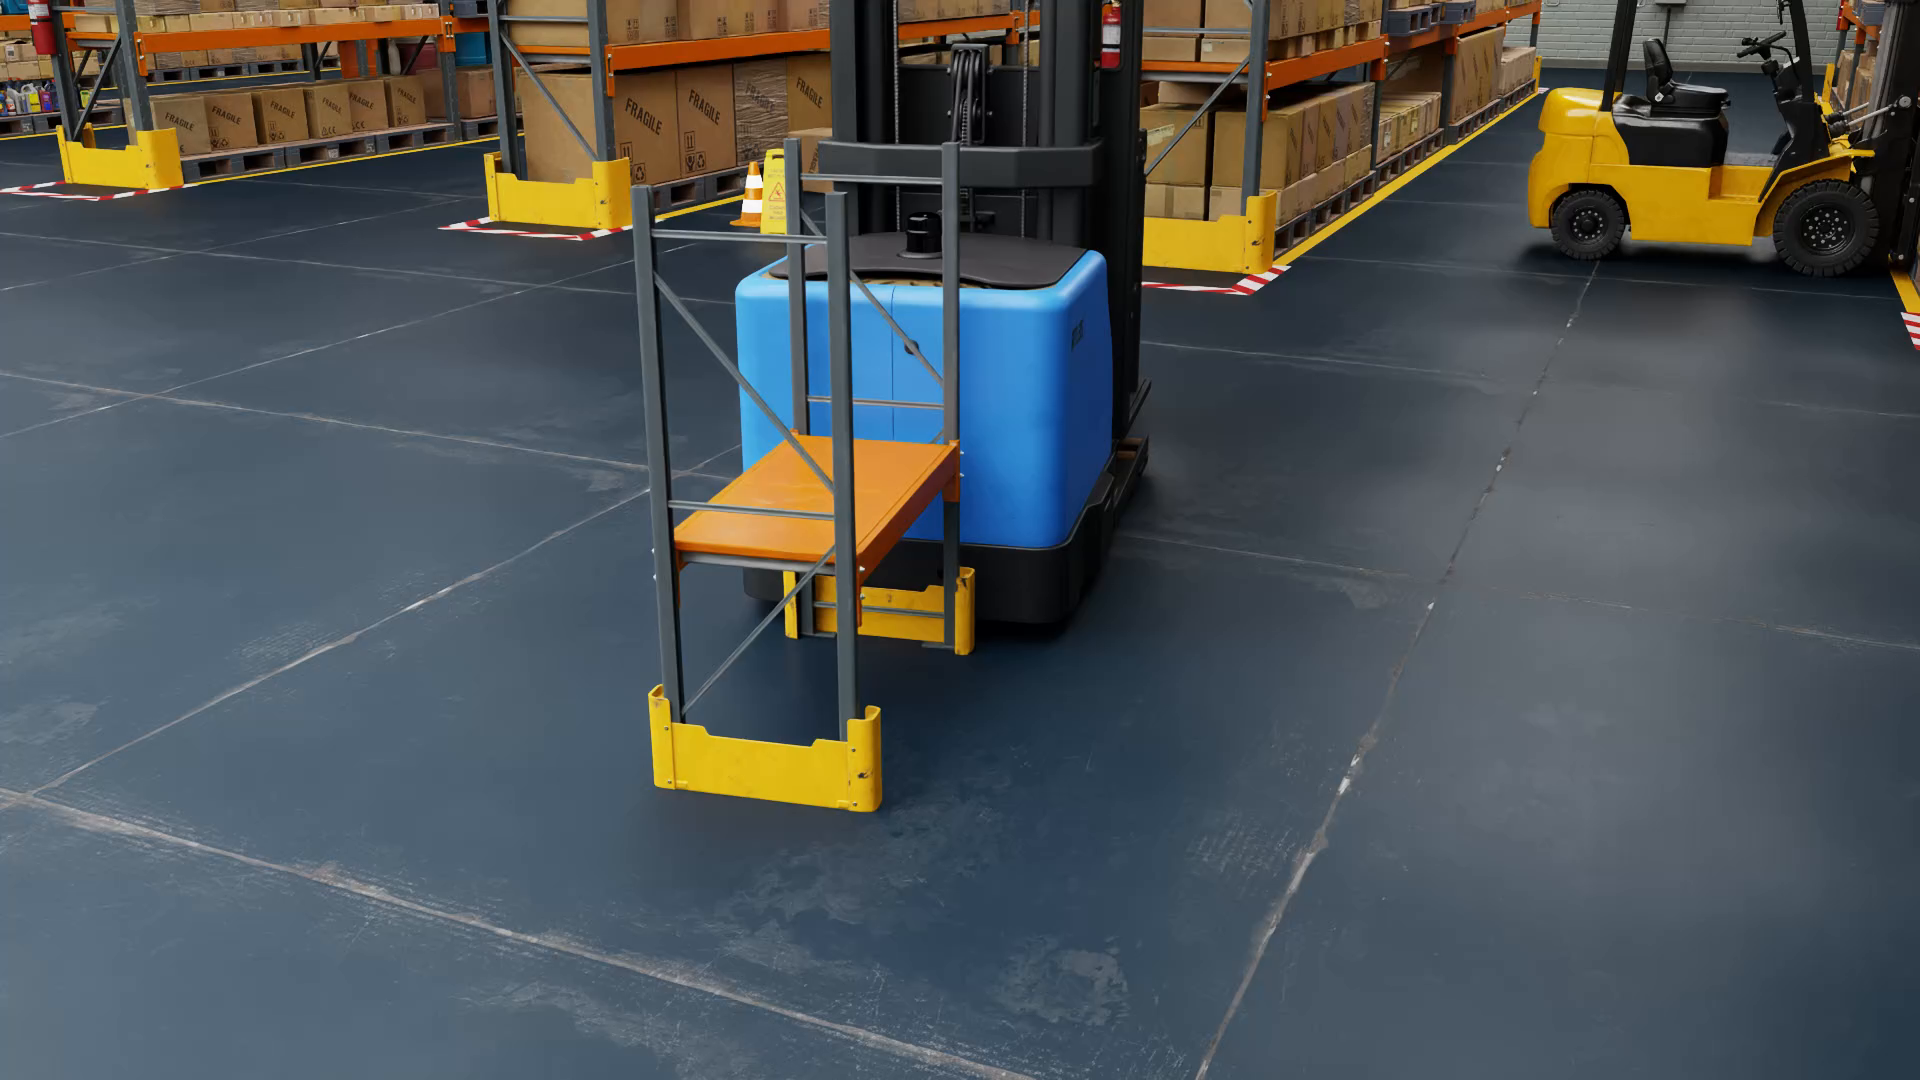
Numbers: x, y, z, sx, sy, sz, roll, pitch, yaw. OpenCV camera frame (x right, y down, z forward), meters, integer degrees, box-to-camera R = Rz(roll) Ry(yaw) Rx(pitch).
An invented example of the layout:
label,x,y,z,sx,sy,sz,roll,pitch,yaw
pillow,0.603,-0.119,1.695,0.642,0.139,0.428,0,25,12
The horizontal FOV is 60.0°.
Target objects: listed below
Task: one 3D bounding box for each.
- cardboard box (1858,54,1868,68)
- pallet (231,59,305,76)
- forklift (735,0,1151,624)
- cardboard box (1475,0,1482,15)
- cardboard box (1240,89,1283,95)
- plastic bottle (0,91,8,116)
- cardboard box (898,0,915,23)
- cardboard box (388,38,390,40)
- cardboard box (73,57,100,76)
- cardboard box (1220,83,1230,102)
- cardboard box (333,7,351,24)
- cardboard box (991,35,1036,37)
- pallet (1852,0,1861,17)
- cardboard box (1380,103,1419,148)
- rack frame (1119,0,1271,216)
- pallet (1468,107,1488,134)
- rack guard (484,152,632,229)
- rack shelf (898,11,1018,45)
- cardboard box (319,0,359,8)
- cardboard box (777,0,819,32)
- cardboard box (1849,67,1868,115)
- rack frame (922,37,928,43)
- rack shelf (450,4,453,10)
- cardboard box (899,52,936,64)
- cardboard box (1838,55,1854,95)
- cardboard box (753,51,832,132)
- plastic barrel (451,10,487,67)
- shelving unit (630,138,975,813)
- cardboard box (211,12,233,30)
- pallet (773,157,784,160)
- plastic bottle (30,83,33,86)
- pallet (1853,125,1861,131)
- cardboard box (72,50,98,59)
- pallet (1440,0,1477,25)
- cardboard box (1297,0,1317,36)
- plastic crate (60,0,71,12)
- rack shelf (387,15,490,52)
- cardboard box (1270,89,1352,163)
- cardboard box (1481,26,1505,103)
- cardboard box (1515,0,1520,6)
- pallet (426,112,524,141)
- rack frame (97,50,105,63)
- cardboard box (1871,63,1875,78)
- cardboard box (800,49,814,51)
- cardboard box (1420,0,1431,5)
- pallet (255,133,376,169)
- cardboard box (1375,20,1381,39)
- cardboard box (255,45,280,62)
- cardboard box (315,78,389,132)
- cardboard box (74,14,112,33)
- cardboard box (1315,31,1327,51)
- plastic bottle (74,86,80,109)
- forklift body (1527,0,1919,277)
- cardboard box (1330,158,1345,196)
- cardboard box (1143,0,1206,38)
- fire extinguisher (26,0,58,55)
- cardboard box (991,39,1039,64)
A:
label,x,y,z,sx,sy,sz,roll,pitch,yaw
cardboard box,10.521,-5.488,19.059,0.380,0.149,0.250,10,22,25
pallet,-11.995,-8.068,28.339,1.003,0.211,1.213,9,21,23
forklift,0.141,-1.585,6.052,1.130,2.935,3.031,4,20,12
cardboard box,5.587,-6.056,18.745,0.500,0.250,0.500,9,22,24
cardboard box,2.195,-3.259,13.013,0.500,0.500,0.500,10,22,26
plastic bottle,-10.802,-4.917,18.733,0.097,0.271,0.097,0,20,0
cardboard box,-0.786,-5.443,16.649,0.500,0.500,0.500,9,21,23
cardboard box,-10.932,-9.242,30.547,0.797,0.503,0.637,9,21,23
cardboard box,-13.327,-7.121,24.992,0.500,0.250,0.500,9,22,24
cardboard box,1.752,-3.287,12.124,0.380,0.149,0.250,9,21,24
cardboard box,-6.313,-5.230,16.573,0.380,0.149,0.250,9,21,23
cardboard box,0.646,-6.268,21.103,0.500,0.250,0.500,9,22,24
pallet,10.484,-5.916,18.413,1.003,0.211,1.213,9,21,23
cardboard box,3.892,-4.023,16.100,0.950,0.372,0.625,9,22,24
rack frame,1.467,-3.247,10.622,1.000,3.000,0.127,9,21,23
pallet,5.635,-4.981,19.660,1.003,0.211,1.213,9,21,23
rack guard,-3.100,-2.710,12.843,1.175,0.500,0.348,9,21,23
rack shelf,-0.634,-5.391,17.723,1.077,0.370,4.000,9,21,23
cardboard box,-6.527,-5.573,16.570,0.875,0.500,0.500,9,21,23
cardboard box,-1.797,-4.903,15.055,0.875,0.550,0.550,9,21,23
cardboard box,10.507,-5.138,19.045,0.500,0.500,0.500,10,22,25
rack frame,-1.022,-9.498,28.199,1.000,3.000,0.127,9,21,23
rack shelf,-7.998,-8.004,25.073,1.077,0.370,4.000,9,21,23
cardboard box,-0.882,-4.752,17.586,1.050,0.750,0.750,9,21,23
cardboard box,11.519,-5.900,21.187,0.500,0.500,0.500,9,21,24
cardboard box,-1.774,-4.132,15.656,0.875,0.875,0.875,9,21,24
plastic barrel,-7.707,-7.783,25.883,0.600,0.901,0.708,9,21,23
shelving unit,-0.366,-0.234,4.389,0.587,1.500,1.083,5,20,13
cardboard box,-6.921,-4.770,15.280,0.380,0.149,0.250,9,21,23
pallet,-1.835,-3.583,15.727,1.003,0.211,1.213,9,21,23
plastic bottle,-11.093,-5.293,19.784,0.152,0.276,0.135,9,22,25
pallet,10.114,-4.293,17.726,1.003,0.211,1.213,9,21,23
cardboard box,-13.324,-7.385,24.899,0.500,0.311,0.500,9,22,24
pallet,4.548,-5.370,16.877,1.213,0.211,1.003,9,21,23
cardboard box,2.123,-3.700,11.302,0.500,0.500,0.500,9,22,24
plastic crate,-10.785,-6.337,19.405,0.767,0.338,0.504,9,21,23
rack shelf,-5.117,-6.102,19.724,1.077,0.370,4.000,9,21,23
cardboard box,2.693,-3.196,12.836,0.500,0.500,0.500,10,22,26
cardboard box,6.200,-5.912,20.659,0.875,0.875,0.875,9,22,24
cardboard box,7.022,-7.223,21.654,0.500,0.500,0.500,9,21,23
pallet,-5.619,-4.754,19.021,1.003,0.211,1.213,9,21,23
rack frame,-16.217,-10.314,30.494,1.000,3.000,0.127,9,21,23
cardboard box,9.813,-4.926,17.478,0.380,0.149,0.250,7,21,20
cardboard box,-2.904,-7.273,24.488,1.225,0.875,0.875,9,21,23
cardboard box,4.179,-5.069,15.495,0.380,0.149,0.250,9,22,25
pallet,-6.677,-3.931,16.708,1.003,0.211,1.213,9,21,23
cardboard box,3.251,-4.211,13.709,0.380,0.149,0.250,8,21,22
cardboard box,-11.847,-8.325,27.975,0.500,0.500,0.500,9,21,23
cardboard box,-6.364,-4.557,17.409,0.500,0.500,0.500,17,26,40
cardboard box,-7.646,-4.604,14.813,0.380,0.149,0.250,9,21,23
cardboard box,2.477,-3.674,12.197,0.380,0.149,0.250,8,21,21
plastic bottle,-10.456,-5.232,19.500,0.144,0.351,0.185,8,21,21
forklift body,5.109,-2.997,11.186,2.313,2.155,1.214,9,21,23
cardboard box,2.687,-2.836,12.942,0.500,0.250,0.500,9,21,24
cardboard box,1.438,-3.638,11.129,0.500,0.500,0.500,8,21,22
fire extinguisher,-8.041,-4.599,14.538,0.296,0.674,0.183,9,21,23
cardboard box,0.689,-5.892,20.044,0.500,0.250,0.500,8,21,20
